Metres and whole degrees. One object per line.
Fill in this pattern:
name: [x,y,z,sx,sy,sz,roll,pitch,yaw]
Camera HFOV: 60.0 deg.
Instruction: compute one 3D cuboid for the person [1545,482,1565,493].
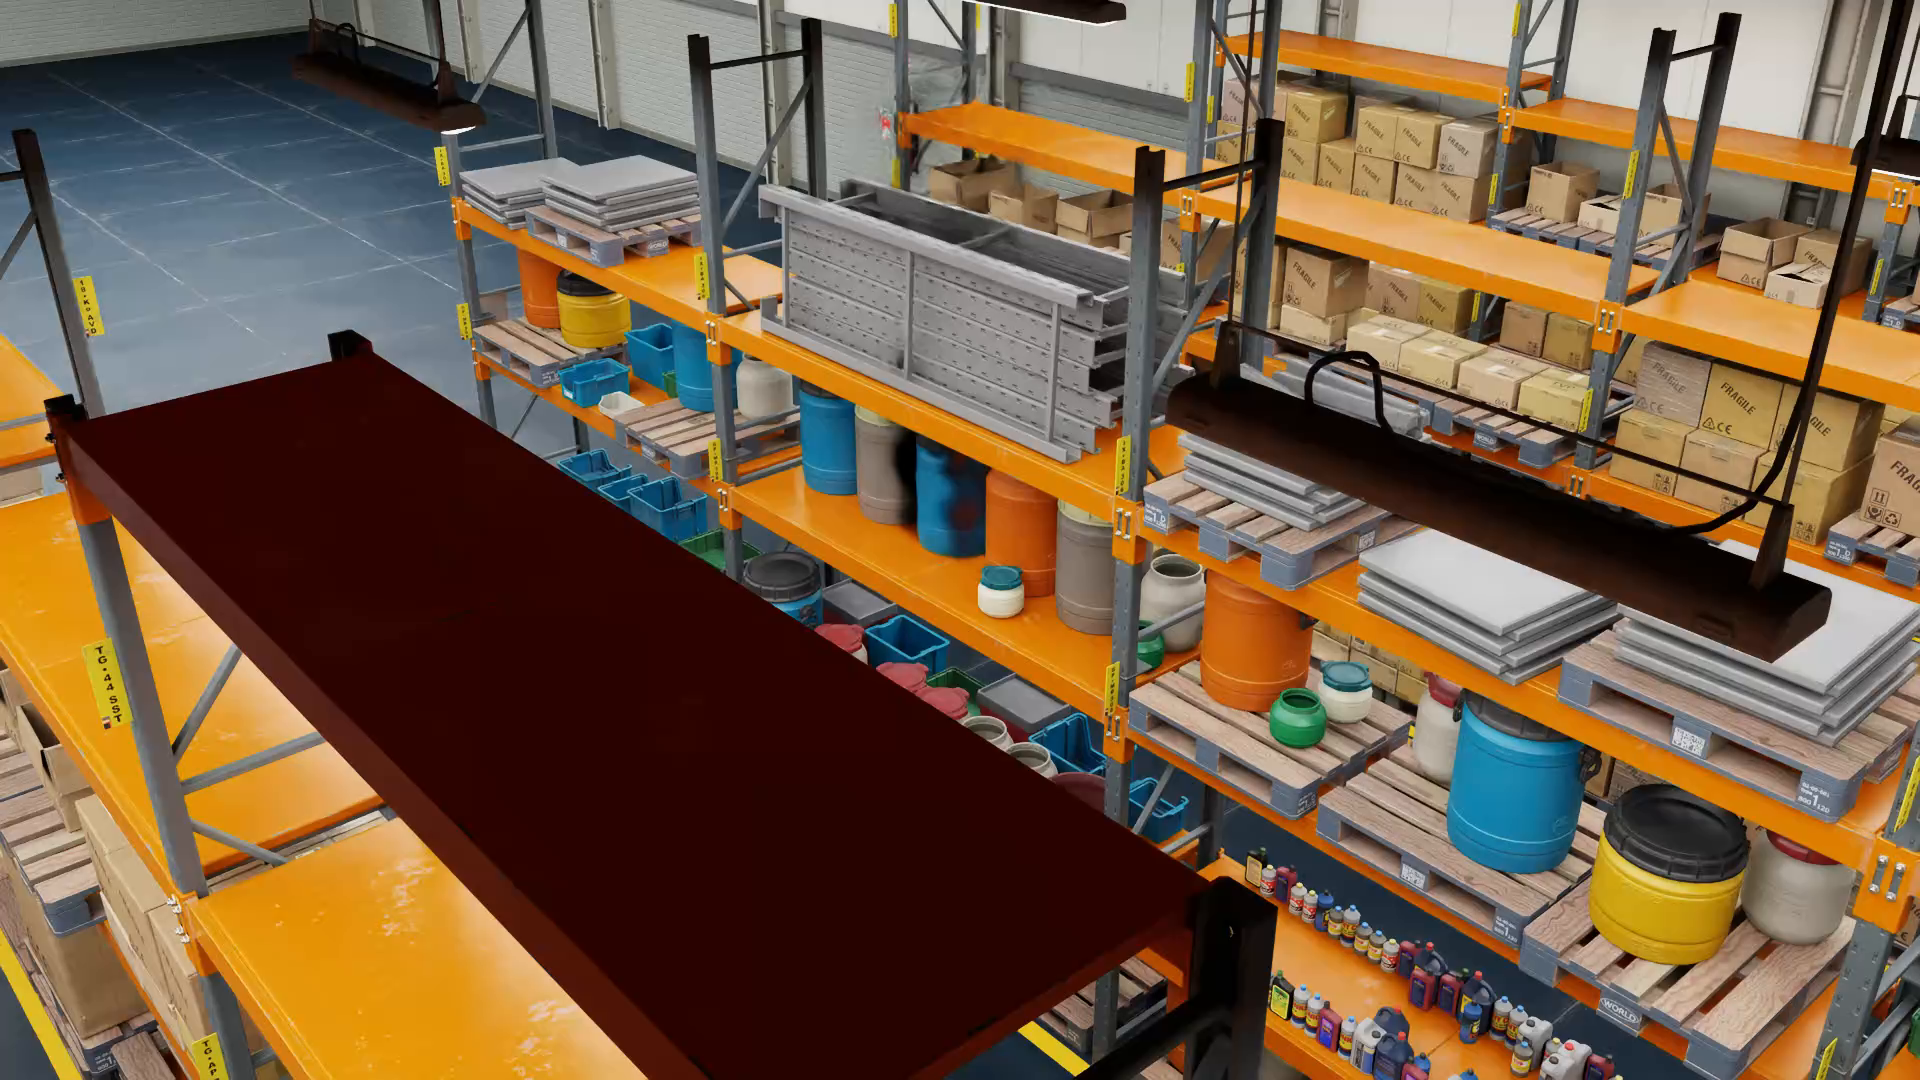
person: [5.417,0.208,15.420,0.578,1.618,0.582,23,35,37]
